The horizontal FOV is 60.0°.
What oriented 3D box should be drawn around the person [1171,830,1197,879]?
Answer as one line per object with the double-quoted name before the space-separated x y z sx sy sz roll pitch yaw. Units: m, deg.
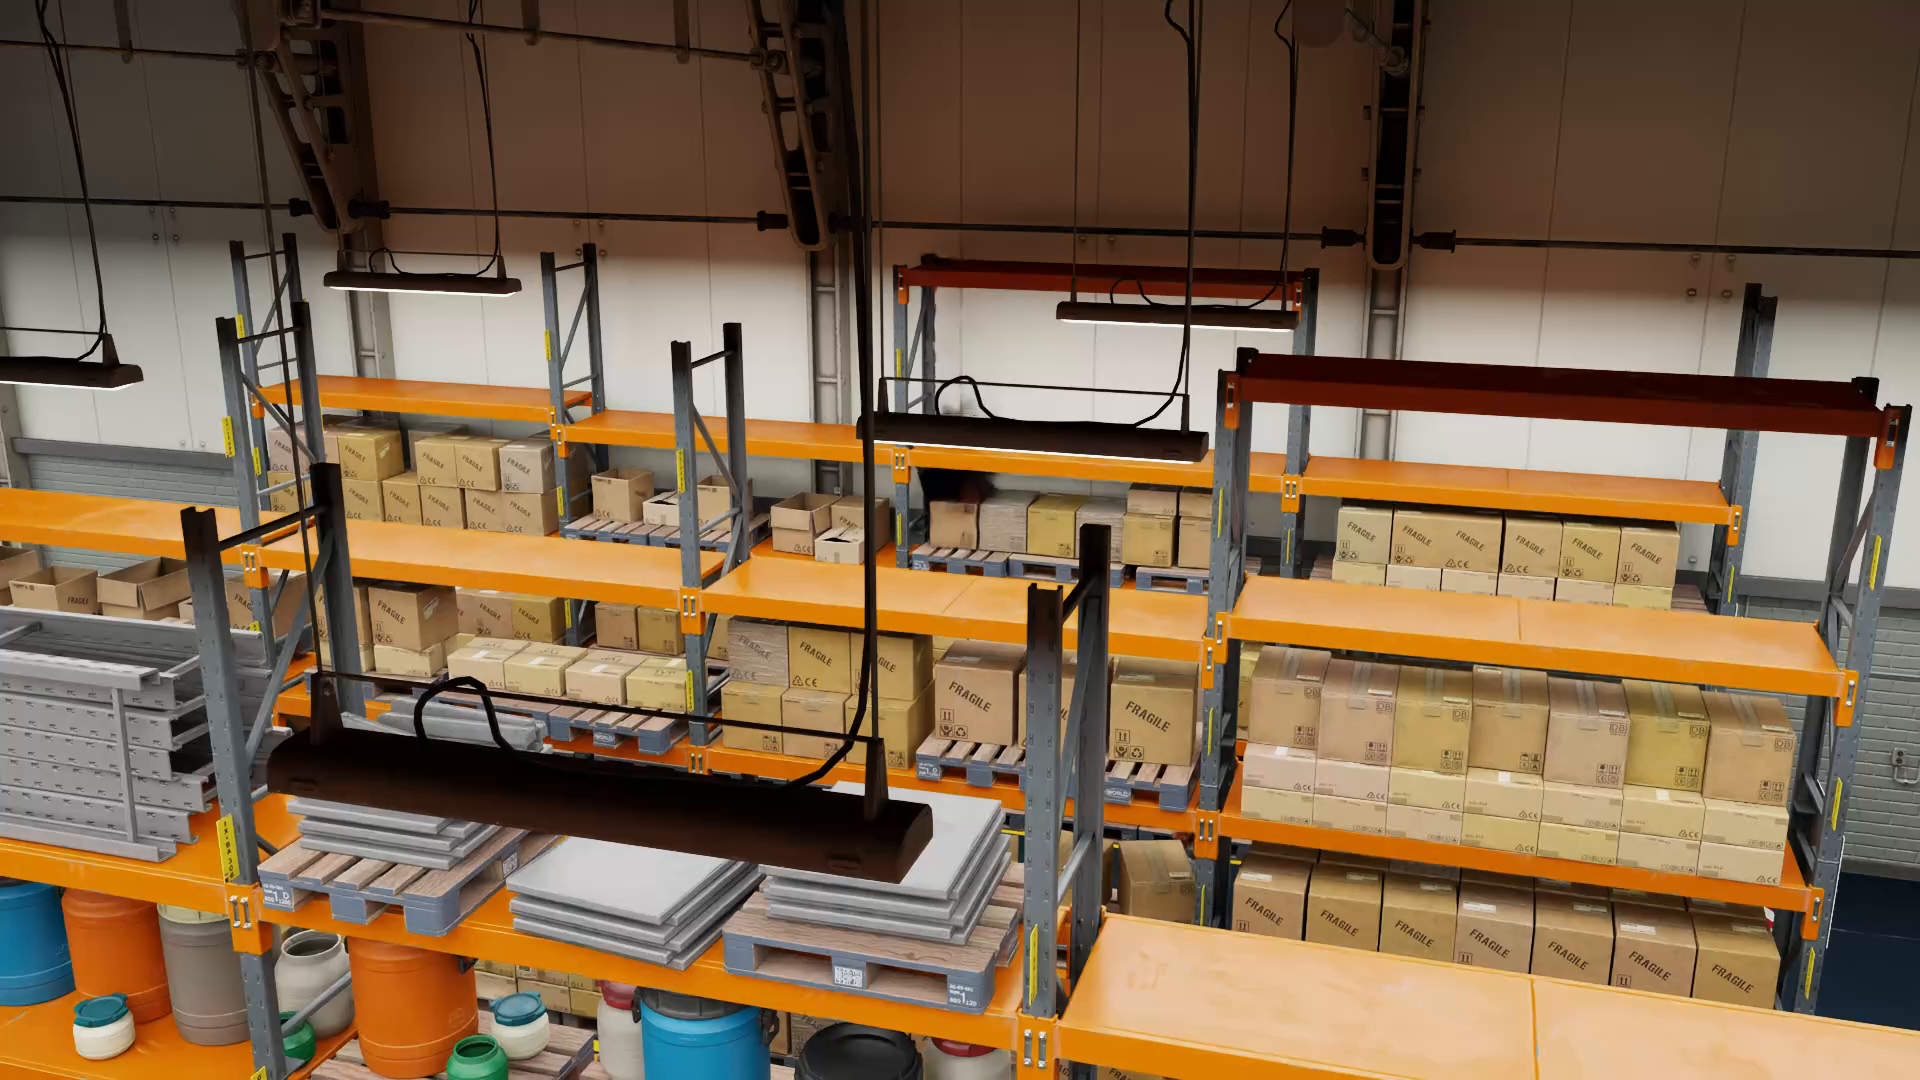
"person" 1.950 3.221 14.608 0.575 1.687 0.670 4 17 14
